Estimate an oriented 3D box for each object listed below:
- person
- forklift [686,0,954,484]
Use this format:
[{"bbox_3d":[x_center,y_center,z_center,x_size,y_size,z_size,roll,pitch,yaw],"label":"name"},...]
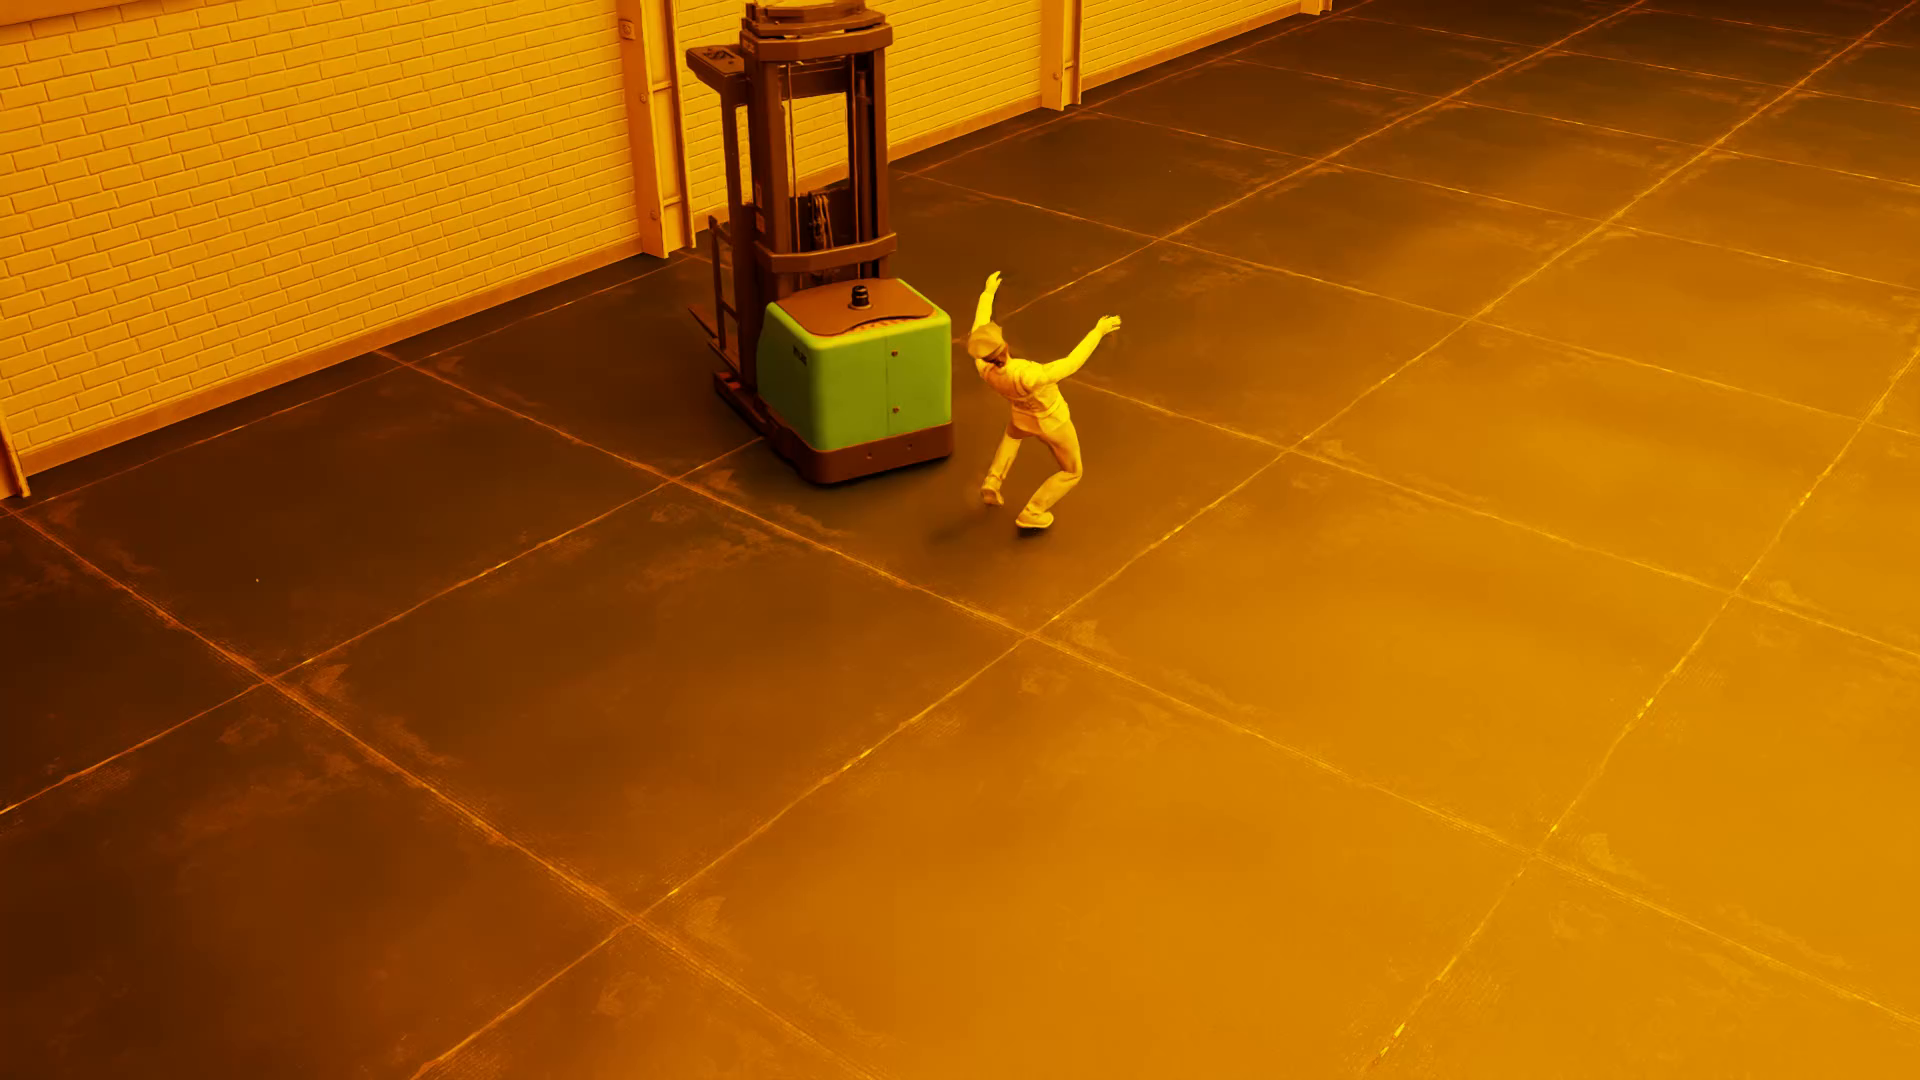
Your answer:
[{"bbox_3d":[0.415,-0.775,10.268,0.907,1.553,0.724,23,37,33],"label":"person"},{"bbox_3d":[-1.175,-2.353,11.622,1.130,2.935,3.031,-15,33,-24],"label":"forklift"}]
